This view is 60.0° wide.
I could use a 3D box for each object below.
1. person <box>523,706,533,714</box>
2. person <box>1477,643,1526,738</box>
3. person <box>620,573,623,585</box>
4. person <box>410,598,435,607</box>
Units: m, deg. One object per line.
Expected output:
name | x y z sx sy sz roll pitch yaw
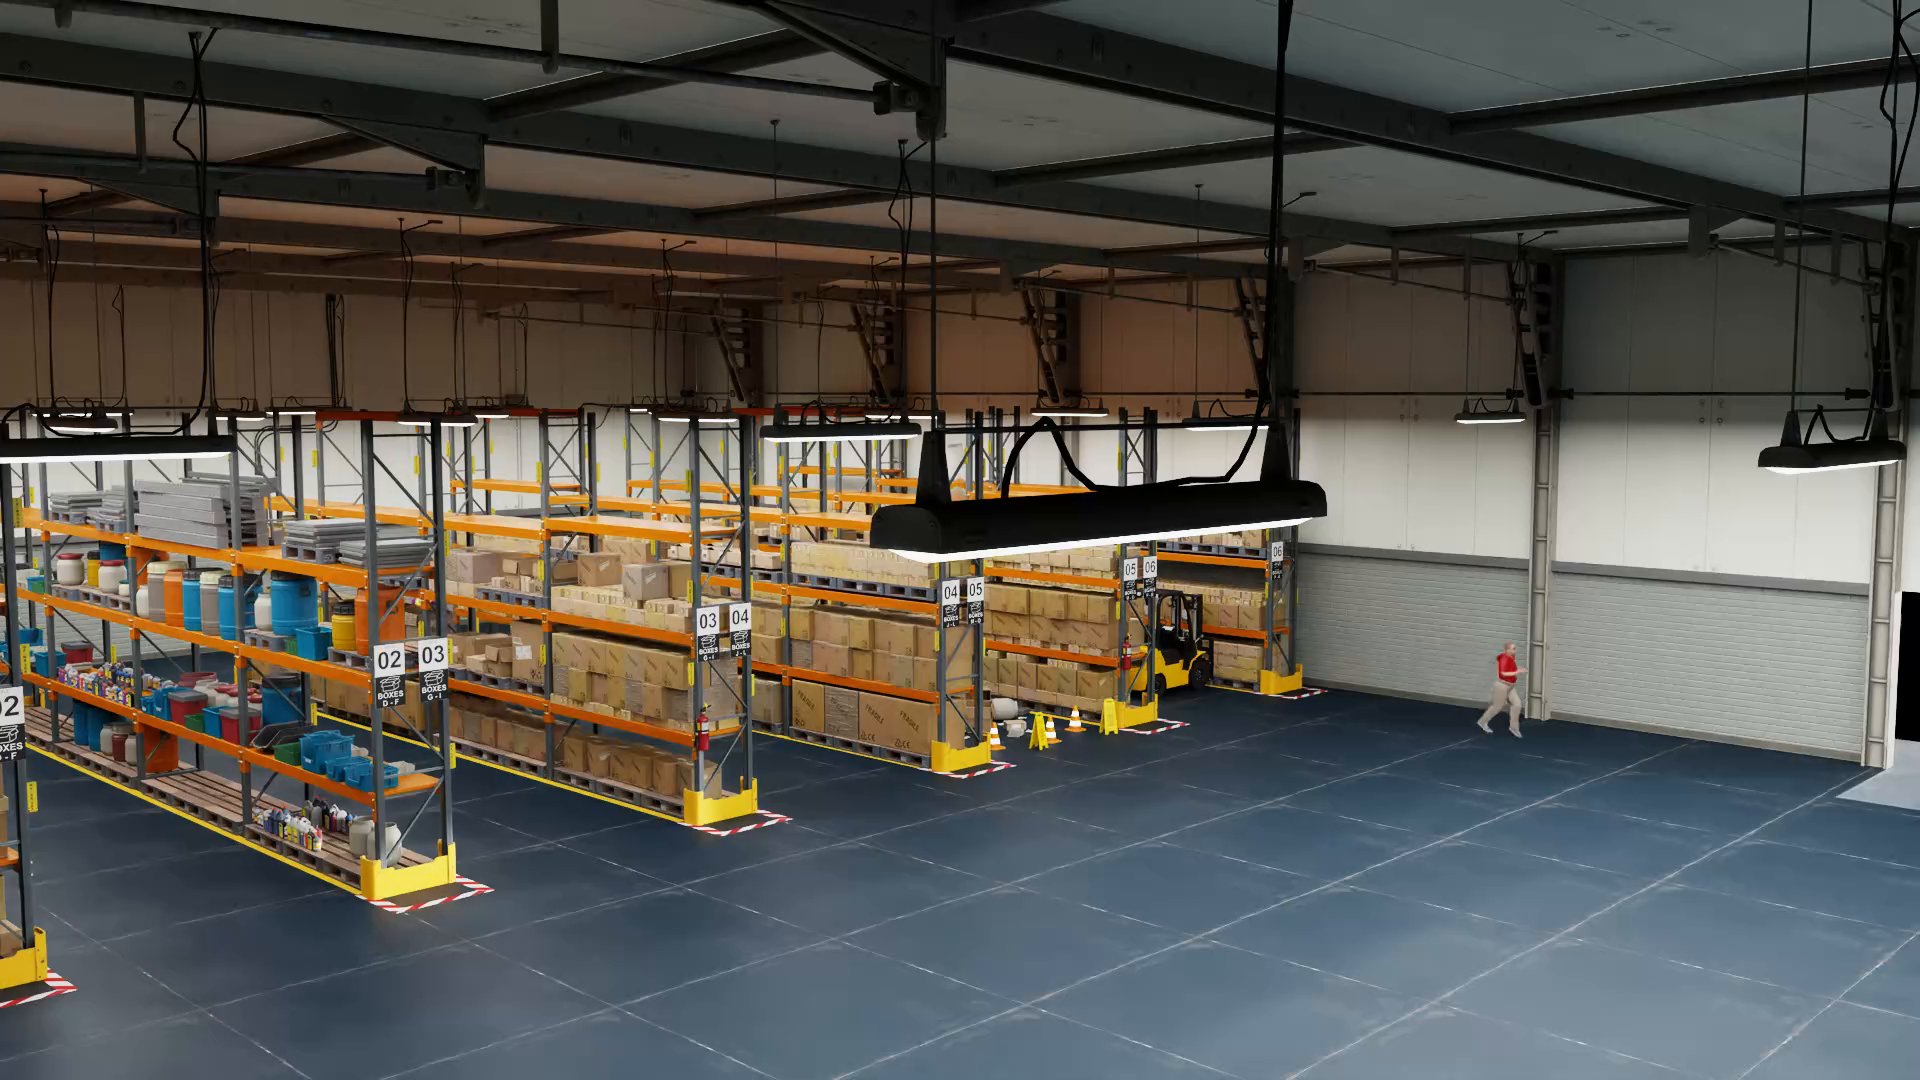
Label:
person | -8.701 2.596 33.106 0.618 1.638 0.719 -5 7 -44
person | 9.995 2.781 30.664 0.884 1.817 0.643 4 6 37
person | -8.909 1.601 43.787 0.729 1.759 0.709 -2 5 -18
person | -12.640 1.969 39.205 0.753 1.775 0.891 0 5 3
